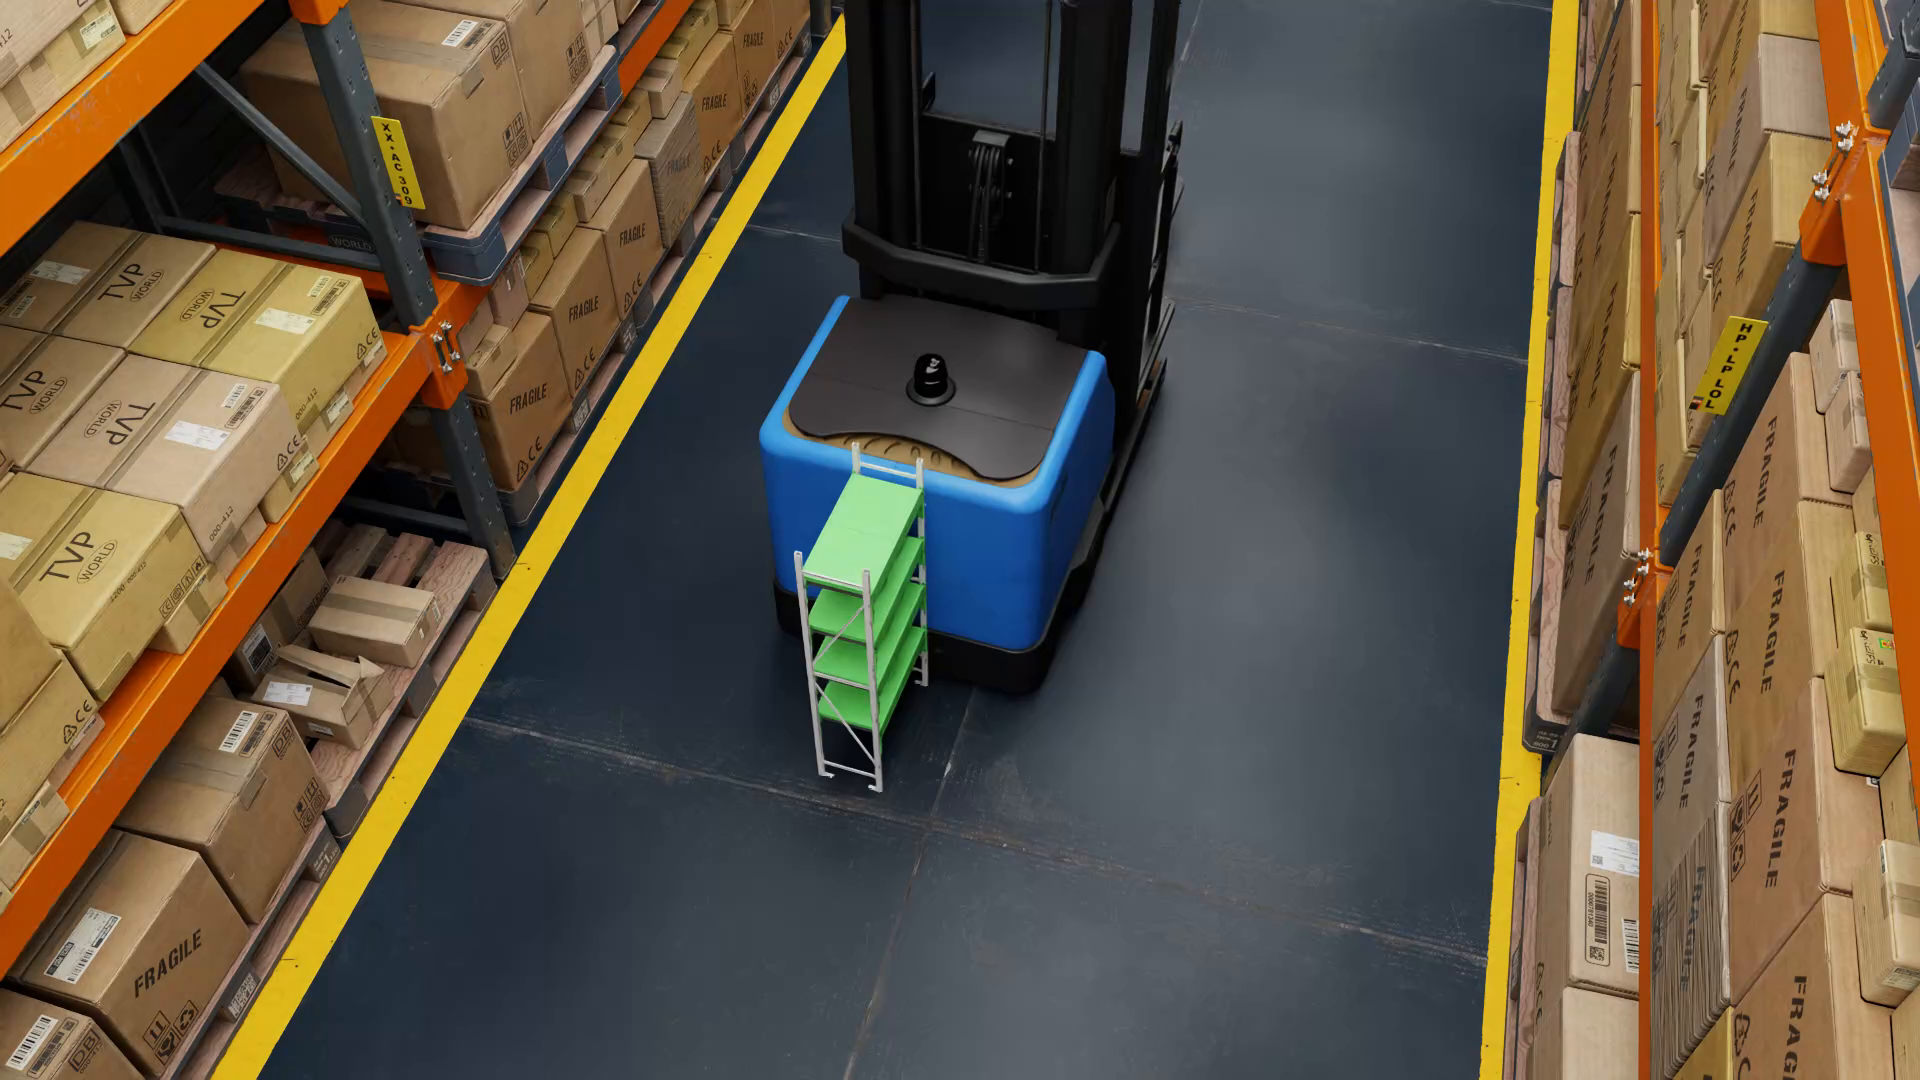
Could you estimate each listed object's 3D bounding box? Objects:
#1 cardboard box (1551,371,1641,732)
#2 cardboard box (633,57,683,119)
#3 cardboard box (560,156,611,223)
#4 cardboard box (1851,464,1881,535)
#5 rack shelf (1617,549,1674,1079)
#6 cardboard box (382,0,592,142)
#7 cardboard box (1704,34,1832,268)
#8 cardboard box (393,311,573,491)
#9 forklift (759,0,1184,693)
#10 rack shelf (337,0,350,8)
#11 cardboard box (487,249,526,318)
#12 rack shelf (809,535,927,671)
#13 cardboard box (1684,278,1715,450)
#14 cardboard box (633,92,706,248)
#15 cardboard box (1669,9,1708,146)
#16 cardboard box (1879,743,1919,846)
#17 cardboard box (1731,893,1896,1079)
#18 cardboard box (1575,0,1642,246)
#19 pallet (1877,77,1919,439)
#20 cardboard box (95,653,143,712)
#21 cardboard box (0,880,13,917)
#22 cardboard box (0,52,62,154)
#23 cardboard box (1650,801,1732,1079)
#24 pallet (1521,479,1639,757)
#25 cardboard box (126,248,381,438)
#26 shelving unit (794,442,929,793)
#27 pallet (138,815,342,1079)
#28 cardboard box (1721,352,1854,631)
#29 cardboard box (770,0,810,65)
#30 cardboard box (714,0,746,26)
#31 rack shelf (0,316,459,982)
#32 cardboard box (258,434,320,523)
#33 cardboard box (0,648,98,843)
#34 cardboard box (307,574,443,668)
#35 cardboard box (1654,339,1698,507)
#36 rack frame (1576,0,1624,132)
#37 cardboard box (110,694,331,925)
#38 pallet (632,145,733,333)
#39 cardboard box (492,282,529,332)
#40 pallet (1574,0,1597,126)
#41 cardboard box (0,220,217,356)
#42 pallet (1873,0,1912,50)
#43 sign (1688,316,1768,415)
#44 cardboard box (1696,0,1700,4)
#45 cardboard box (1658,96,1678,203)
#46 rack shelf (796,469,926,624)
[{"bbox_3d":[2.621,0.104,5.713,0.875,0.875,0.875,13,50,11],"label":"cardboard box"},{"bbox_3d":[-1.463,-2.031,7.415,0.380,0.149,0.250,9,49,8],"label":"cardboard box"},{"bbox_3d":[-1.687,-1.484,6.932,0.380,0.149,0.250,11,50,10],"label":"cardboard box"},{"bbox_3d":[2.123,-0.015,3.515,0.380,0.149,0.250,11,49,10],"label":"cardboard box"},{"bbox_3d":[2.009,1.689,3.657,1.077,0.370,4.000,12,50,10],"label":"rack shelf"},{"bbox_3d":[-1.775,-1.825,5.932,0.700,0.500,0.500,12,50,10],"label":"cardboard box"},{"bbox_3d":[2.540,-1.108,4.912,0.500,0.500,0.500,12,50,11],"label":"cardboard box"},{"bbox_3d":[-1.910,-0.590,6.576,0.500,0.500,0.500,14,50,12],"label":"cardboard box"},{"bbox_3d":[0.257,-1.543,6.076,1.130,2.935,3.031,14,50,12],"label":"forklift"},{"bbox_3d":[-1.728,-3.173,5.948,1.077,0.370,4.000,12,50,10],"label":"rack shelf"},{"bbox_3d":[-1.881,-1.002,6.308,0.380,0.149,0.250,9,49,8],"label":"cardboard box"},{"bbox_3d":[-0.310,0.174,5.480,0.258,0.148,0.480,14,50,12],"label":"rack shelf"},{"bbox_3d":[2.417,-0.478,4.857,0.500,0.250,0.500,12,50,10],"label":"cardboard box"},{"bbox_3d":[-1.501,-1.711,7.565,0.500,0.500,0.500,10,49,9],"label":"cardboard box"},{"bbox_3d":[2.790,-1.591,5.839,0.500,0.250,0.500,12,50,11],"label":"cardboard box"},{"bbox_3d":[1.914,0.537,3.028,0.380,0.149,0.250,11,50,10],"label":"cardboard box"},{"bbox_3d":[1.757,1.034,3.022,0.500,0.500,0.500,11,50,10],"label":"cardboard box"},{"bbox_3d":[3.326,-1.841,7.430,0.875,0.875,0.875,11,50,10],"label":"cardboard box"},{"bbox_3d":[2.310,-0.369,3.052,1.003,0.211,1.213,12,50,10],"label":"pallet"},{"bbox_3d":[-2.498,0.316,4.557,0.380,0.149,0.250,12,50,11],"label":"cardboard box"},{"bbox_3d":[-2.569,0.898,4.043,0.380,0.149,0.250,10,49,9],"label":"cardboard box"},{"bbox_3d":[-2.279,-1.018,3.733,0.380,0.149,0.250,11,50,10],"label":"cardboard box"},{"bbox_3d":[1.886,0.981,3.736,0.500,0.500,0.500,12,50,10],"label":"cardboard box"},{"bbox_3d":[2.666,0.354,6.215,1.003,0.211,1.213,12,50,10],"label":"pallet"},{"bbox_3d":[-2.153,-0.605,5.103,0.500,0.250,0.500,13,50,11],"label":"cardboard box"},{"bbox_3d":[-0.310,0.290,5.612,0.258,1.200,0.503,14,50,12],"label":"shelving unit"},{"bbox_3d":[-2.755,1.332,5.352,1.003,0.211,1.213,12,50,10],"label":"pallet"},{"bbox_3d":[2.176,-0.063,3.990,0.500,0.500,0.500,12,50,10],"label":"cardboard box"},{"bbox_3d":[-1.105,-2.829,8.552,0.500,0.500,0.500,13,50,11],"label":"cardboard box"},{"bbox_3d":[-1.241,-2.600,7.917,0.380,0.149,0.250,10,49,9],"label":"cardboard box"},{"bbox_3d":[-2.781,0.712,4.519,1.077,0.370,4.000,12,50,10],"label":"rack shelf"},{"bbox_3d":[-2.187,-0.223,5.033,0.380,0.149,0.250,13,50,11],"label":"cardboard box"},{"bbox_3d":[-2.551,0.491,4.136,0.500,0.250,0.500,10,49,9],"label":"cardboard box"},{"bbox_3d":[-2.118,0.293,6.031,0.380,0.149,0.250,10,49,9],"label":"cardboard box"},{"bbox_3d":[2.410,-0.320,5.051,0.500,0.250,0.500,10,49,9],"label":"cardboard box"},{"bbox_3d":[3.588,-2.889,7.218,1.000,3.000,0.127,12,50,10],"label":"rack frame"},{"bbox_3d":[-2.519,0.824,5.328,0.700,0.500,0.500,10,49,9],"label":"cardboard box"},{"bbox_3d":[-1.757,-1.531,7.879,1.003,0.211,1.213,12,50,10],"label":"pallet"},{"bbox_3d":[-1.905,-0.921,6.436,0.380,0.149,0.250,10,49,9],"label":"cardboard box"},{"bbox_3d":[3.795,-2.531,8.762,1.003,0.211,1.213,12,50,10],"label":"pallet"},{"bbox_3d":[-2.645,-0.716,5.202,0.500,0.250,0.500,11,50,10],"label":"cardboard box"},{"bbox_3d":[2.729,-1.598,4.205,0.805,0.209,1.217,10,49,9],"label":"pallet"},{"bbox_3d":[2.009,-0.452,4.348,0.100,0.325,0.005,12,50,10],"label":"sign"},{"bbox_3d":[2.950,-2.212,5.887,0.500,0.500,0.500,13,50,11],"label":"cardboard box"},{"bbox_3d":[2.828,-1.424,6.025,0.500,0.250,0.500,12,50,10],"label":"cardboard box"},{"bbox_3d":[-0.310,0.015,5.300,0.258,0.148,0.480,14,50,12],"label":"rack shelf"}]
